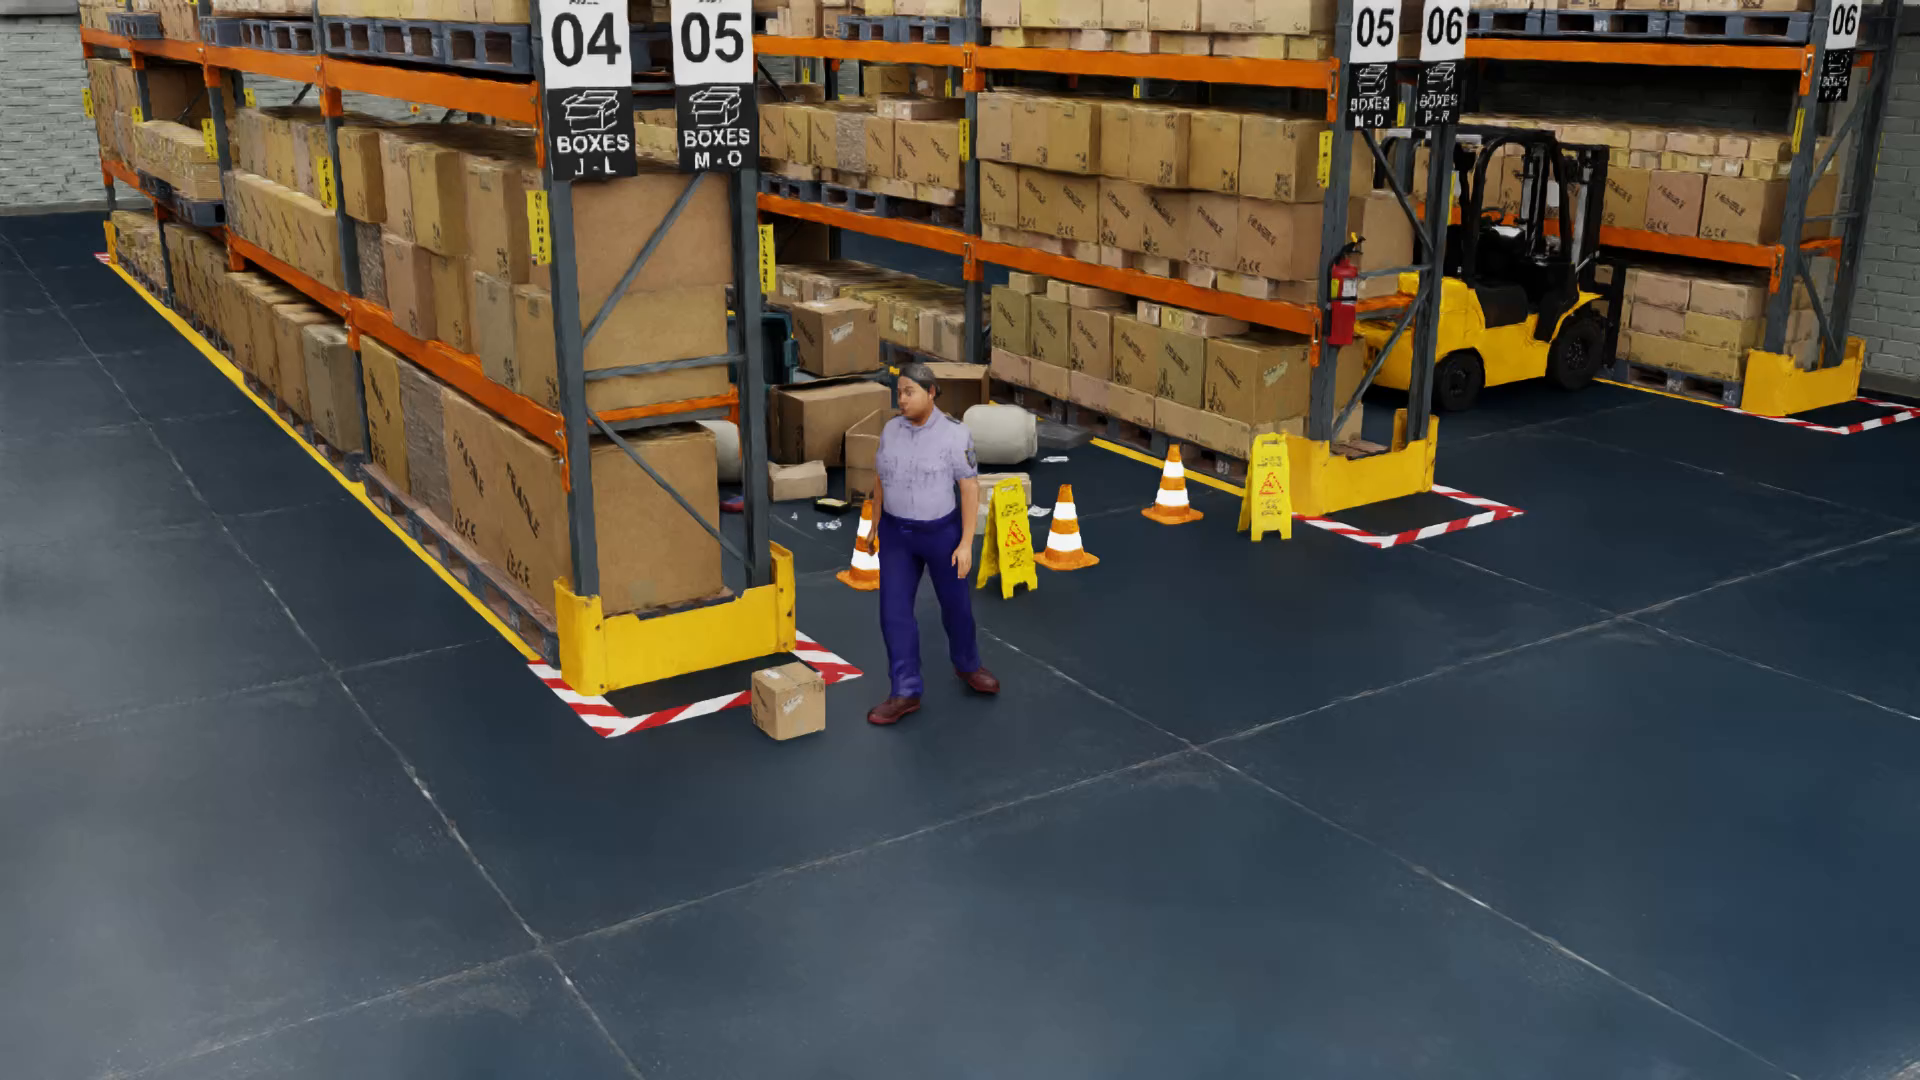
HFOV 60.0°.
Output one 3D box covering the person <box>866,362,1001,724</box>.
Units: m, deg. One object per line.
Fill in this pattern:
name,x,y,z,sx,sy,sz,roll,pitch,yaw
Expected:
person,-0.163,-0.011,7.624,0.624,1.636,0.657,7,19,19
